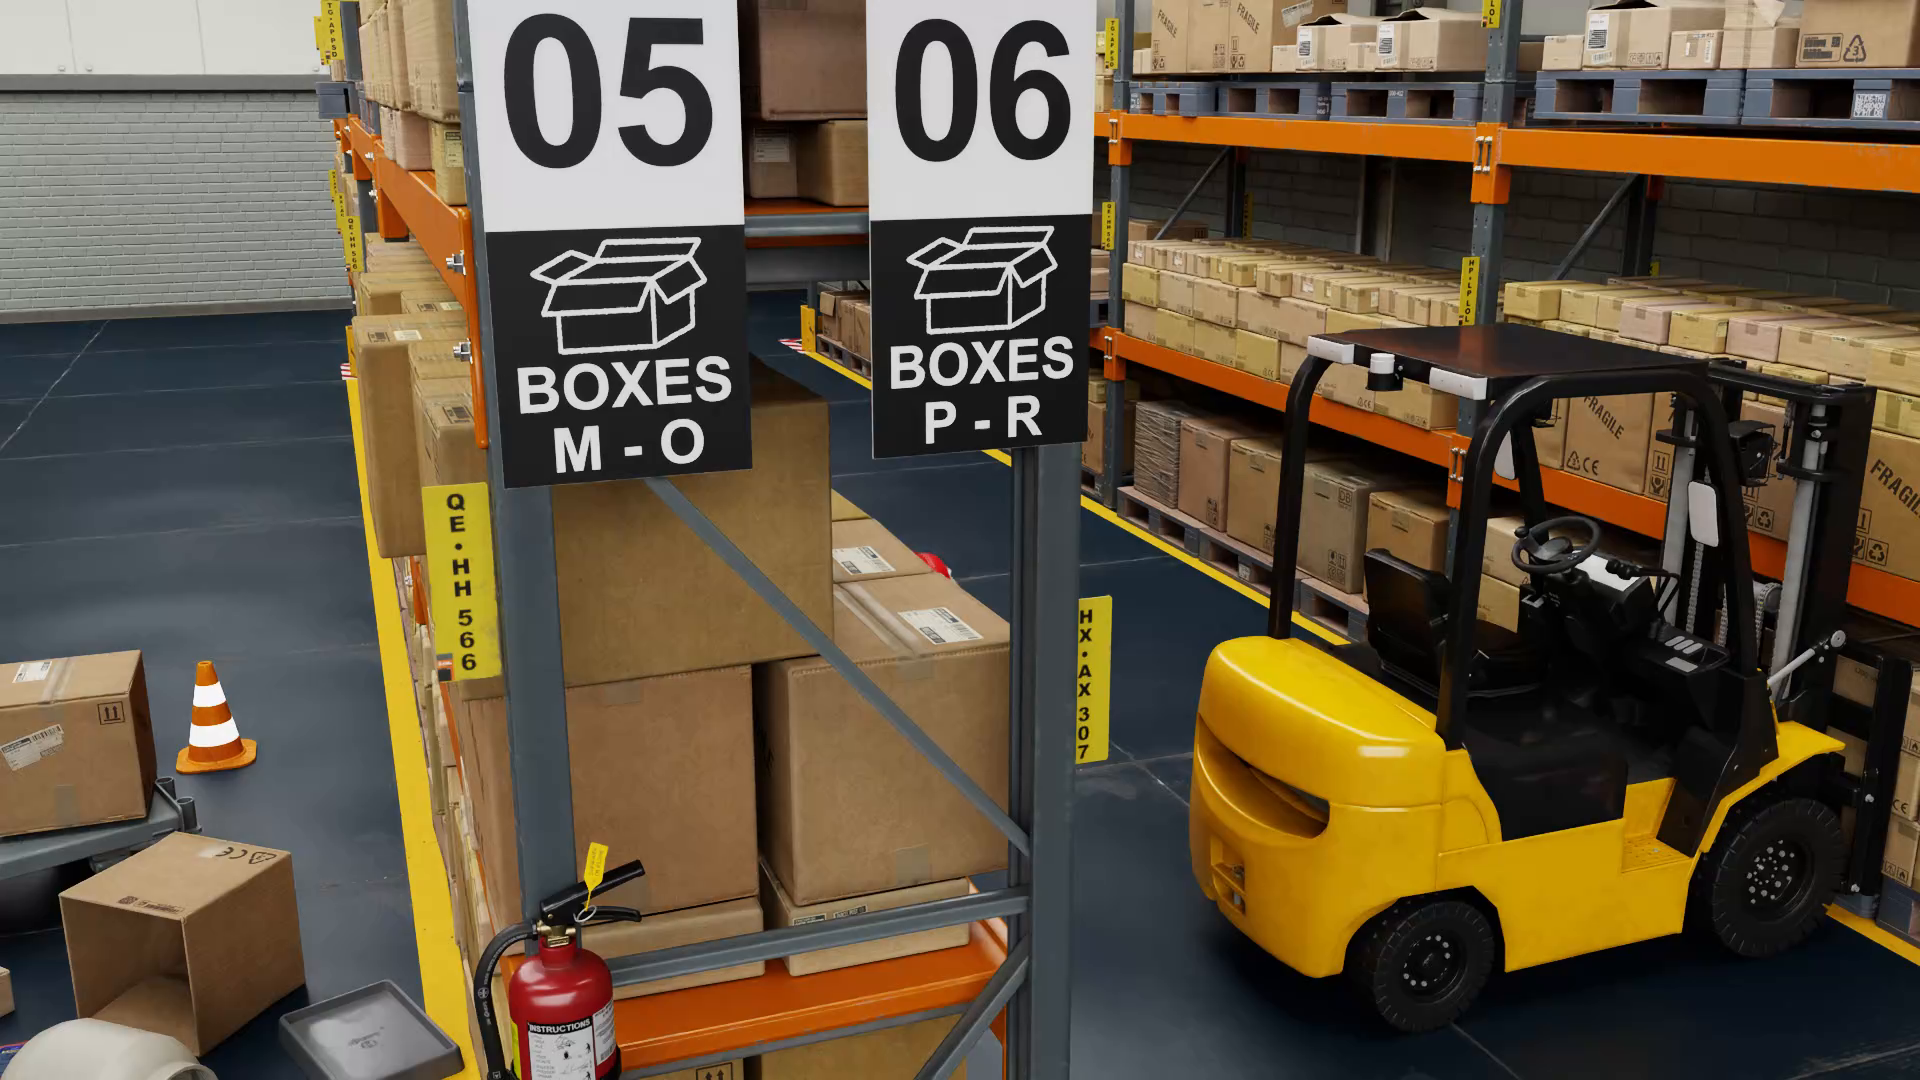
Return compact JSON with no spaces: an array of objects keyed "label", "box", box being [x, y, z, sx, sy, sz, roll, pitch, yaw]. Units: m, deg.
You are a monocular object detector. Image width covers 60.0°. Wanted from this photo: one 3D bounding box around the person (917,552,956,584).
[{"label":"person","box":[-0.283,0.492,7.580,0.570,1.056,0.859,-6,16,-20]}]
